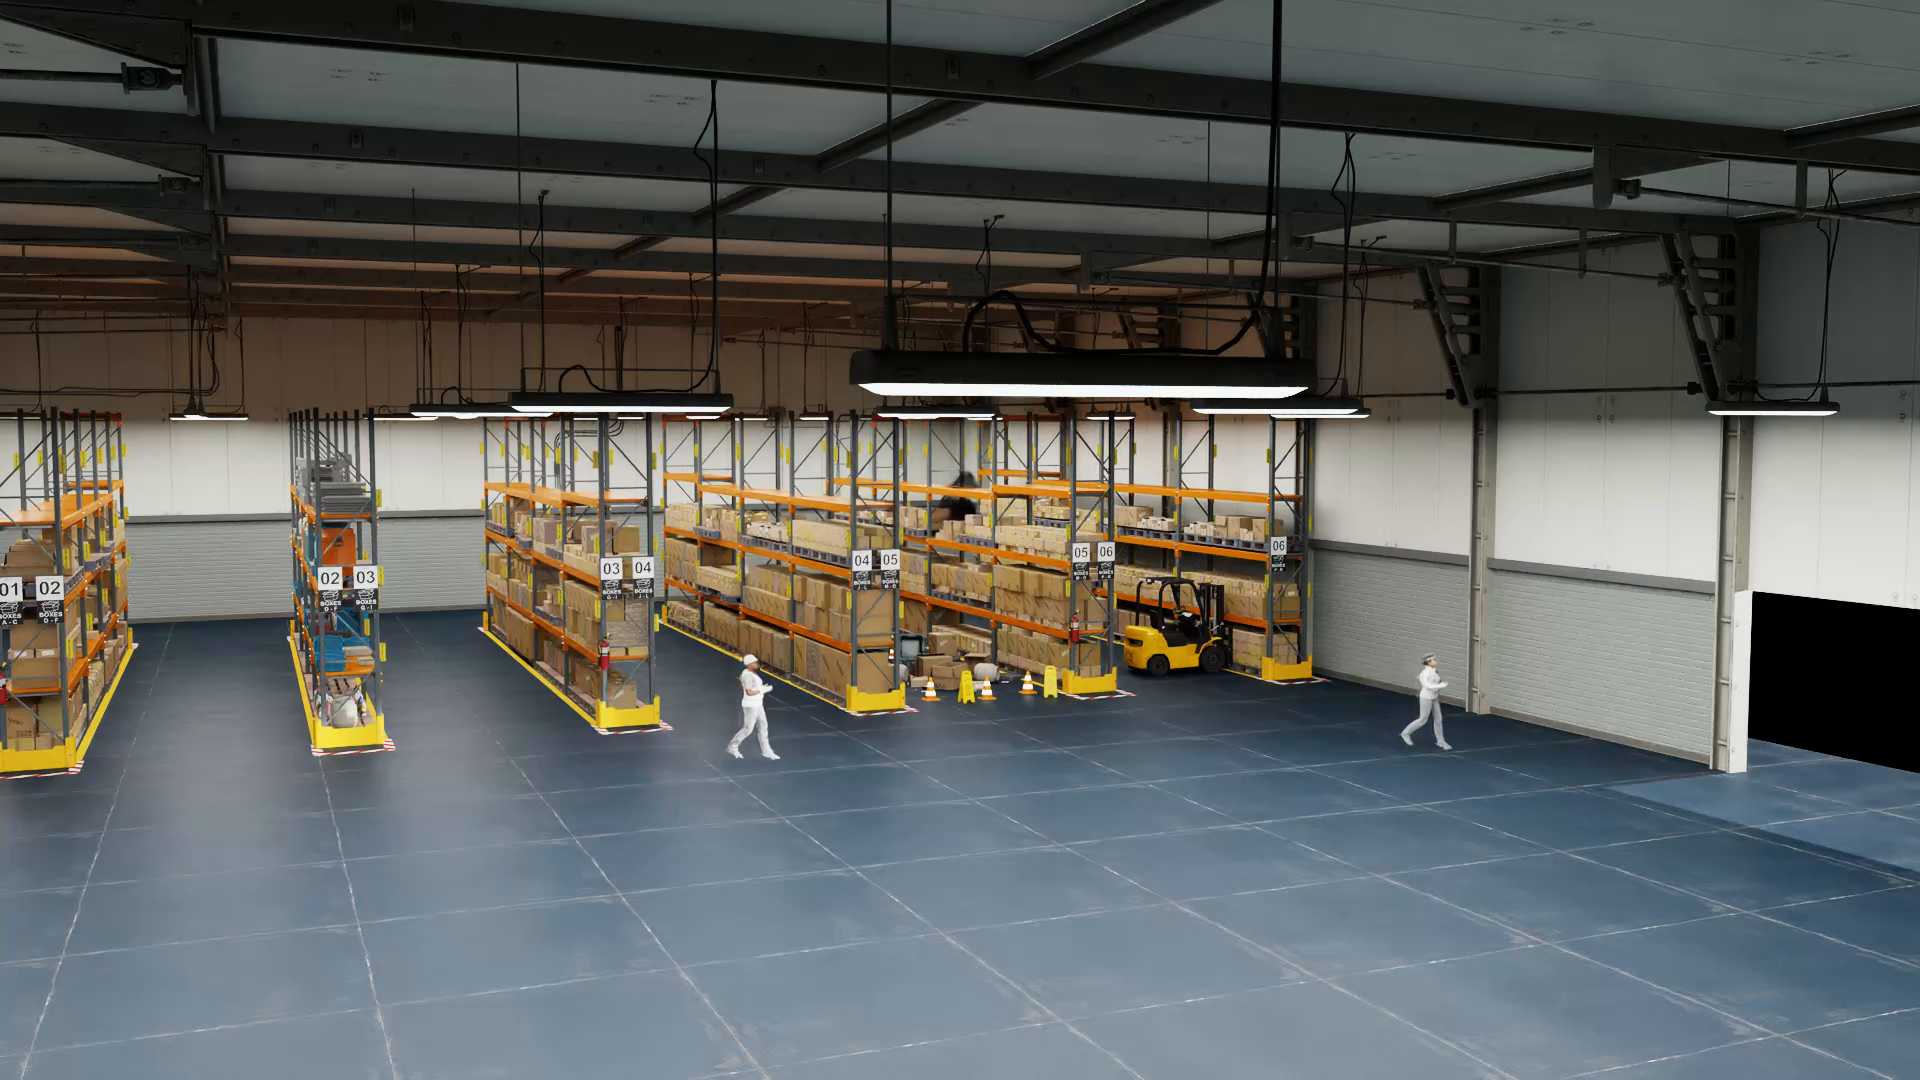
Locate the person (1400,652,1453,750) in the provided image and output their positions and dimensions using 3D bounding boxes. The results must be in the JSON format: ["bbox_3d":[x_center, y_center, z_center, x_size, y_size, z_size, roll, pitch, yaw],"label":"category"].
[{"bbox_3d":[8.207,2.807,29.198,0.897,1.701,0.638,2,5,30],"label":"person"}]

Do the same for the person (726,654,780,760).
[{"bbox_3d":[-3.506,2.832,28.124,0.899,1.804,0.671,0,4,4],"label":"person"}]
